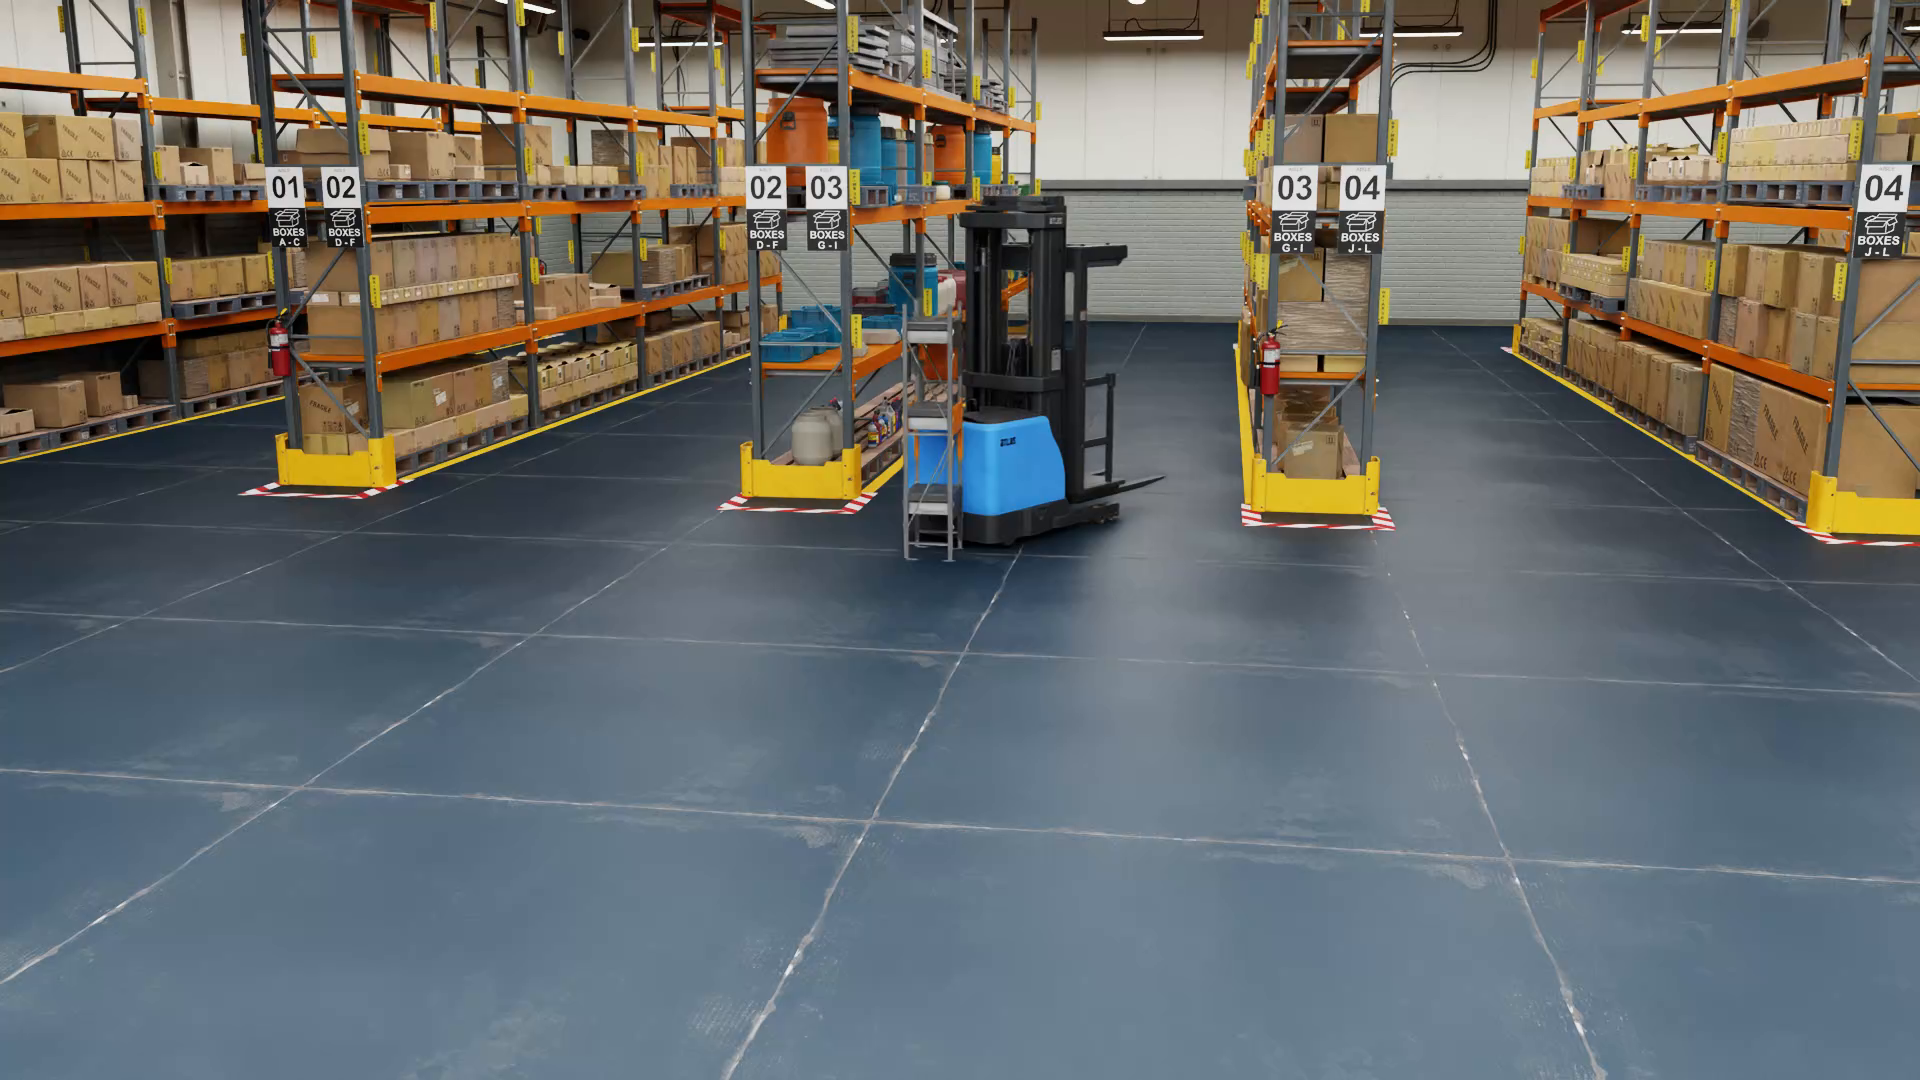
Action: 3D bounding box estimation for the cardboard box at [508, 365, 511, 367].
[{"bbox_3d":[-6.043,-2.122,21.419,0.500,0.311,0.500,2,12,9],"label":"cardboard box"}]

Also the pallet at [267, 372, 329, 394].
[{"bbox_3d":[-10.224,-2.360,24.943,1.003,0.211,1.213,2,12,9],"label":"pallet"}]

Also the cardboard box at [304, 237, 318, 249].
[{"bbox_3d":[-9.773,-4.548,25.708,0.500,0.250,0.500,2,12,10],"label":"cardboard box"}]

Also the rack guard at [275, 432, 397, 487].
[{"bbox_3d":[-6.441,-0.834,17.175,1.175,0.500,0.348,2,12,9],"label":"rack guard"}]

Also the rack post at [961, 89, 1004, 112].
[{"bbox_3d":[0.117,-6.660,25.224,0.937,0.300,0.954,3,13,15],"label":"rack post"}]

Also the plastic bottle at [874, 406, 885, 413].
[{"bbox_3d":[-0.922,-1.432,19.438,0.152,0.276,0.135,2,12,9],"label":"plastic bottle"}]

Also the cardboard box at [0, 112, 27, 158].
[{"bbox_3d":[-10.839,-4.516,18.551,0.500,0.500,0.500,2,12,10],"label":"cardboard box"}]

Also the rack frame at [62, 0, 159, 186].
[{"bbox_3d":[-10.717,-5.986,20.908,1.000,3.000,0.127,2,12,9],"label":"rack frame"}]

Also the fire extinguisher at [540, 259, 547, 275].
[{"bbox_3d":[-8.393,-5.347,33.255,0.296,0.674,0.183,2,12,9],"label":"fire extinguisher"}]

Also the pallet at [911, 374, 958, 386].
[{"bbox_3d":[-0.233,-2.367,24.976,1.003,0.211,1.213,2,12,9],"label":"pallet"}]

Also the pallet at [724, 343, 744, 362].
[{"bbox_3d":[-4.485,-3.338,29.483,1.003,0.211,1.213,2,12,9],"label":"pallet"}]

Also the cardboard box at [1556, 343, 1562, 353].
[{"bbox_3d":[9.816,-3.088,26.767,0.380,0.149,0.250,2,12,10],"label":"cardboard box"}]

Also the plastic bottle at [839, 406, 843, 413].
[{"bbox_3d":[-1.365,-1.425,19.416,0.097,0.271,0.097,0,12,0],"label":"plastic bottle"}]

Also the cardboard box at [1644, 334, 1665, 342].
[{"bbox_3d":[9.812,-2.708,23.096,0.500,0.250,0.500,1,12,6],"label":"cardboard box"}]

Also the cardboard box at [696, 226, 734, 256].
[{"bbox_3d":[-4.241,-5.185,28.823,0.500,0.500,0.500,2,12,10],"label":"cardboard box"}]

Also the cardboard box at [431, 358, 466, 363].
[{"bbox_3d":[-6.272,-1.930,20.080,0.500,0.500,0.500,2,12,9],"label":"cardboard box"}]

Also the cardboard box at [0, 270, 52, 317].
[{"bbox_3d":[-10.791,-2.823,19.001,0.500,0.500,0.500,1,12,7],"label":"cardboard box"}]

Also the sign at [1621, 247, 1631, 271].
[{"bbox_3d":[8.929,-3.765,22.285,0.100,0.325,0.005,2,12,9],"label":"sign"}]

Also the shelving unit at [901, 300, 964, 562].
[{"bbox_3d":[-0.221,-0.904,13.702,0.431,2.100,0.503,2,12,9],"label":"shelving unit"}]

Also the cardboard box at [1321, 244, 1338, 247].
[{"bbox_3d":[3.788,-2.631,16.267,0.500,0.500,0.500,2,12,9],"label":"cardboard box"}]

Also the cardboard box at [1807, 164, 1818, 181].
[{"bbox_3d":[8.070,-3.394,15.362,0.380,0.149,0.250,2,12,9],"label":"cardboard box"}]

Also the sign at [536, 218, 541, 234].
[{"bbox_3d":[-8.338,-6.212,32.889,0.100,0.325,0.005,2,12,9],"label":"sign"}]

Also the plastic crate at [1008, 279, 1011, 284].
[{"bbox_3d":[0.687,-4.636,28.589,0.402,0.464,0.583,2,12,9],"label":"plastic crate"}]

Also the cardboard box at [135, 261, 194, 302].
[{"bbox_3d":[-10.606,-3.422,21.969,0.700,0.500,0.500,2,12,9],"label":"cardboard box"}]

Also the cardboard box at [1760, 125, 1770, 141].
[{"bbox_3d":[8.304,-4.100,16.748,0.380,0.149,0.250,2,12,9],"label":"cardboard box"}]

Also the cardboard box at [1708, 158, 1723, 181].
[{"bbox_3d":[8.802,-4.189,18.814,0.500,0.250,0.500,2,12,9],"label":"cardboard box"}]

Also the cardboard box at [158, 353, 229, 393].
[{"bbox_3d":[-10.591,-2.309,22.977,0.700,0.500,0.500,2,12,8],"label":"cardboard box"}]

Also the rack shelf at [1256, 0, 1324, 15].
[{"bbox_3d":[4.889,-8.026,24.195,1.077,0.370,4.000,2,12,9],"label":"rack shelf"}]

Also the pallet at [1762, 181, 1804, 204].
[{"bbox_3d":[8.525,-3.390,16.192,1.003,0.211,1.213,2,12,9],"label":"pallet"}]

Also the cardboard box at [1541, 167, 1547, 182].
[{"bbox_3d":[10.204,-6.229,28.325,0.500,0.250,0.500,2,12,9],"label":"cardboard box"}]

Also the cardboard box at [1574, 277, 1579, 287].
[{"bbox_3d":[9.409,-3.855,24.863,0.380,0.149,0.250,1,12,6],"label":"cardboard box"}]

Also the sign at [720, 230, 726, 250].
[{"bbox_3d":[-4.043,-5.107,28.324,0.100,0.325,0.005,2,12,9],"label":"sign"}]

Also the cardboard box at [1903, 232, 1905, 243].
[{"bbox_3d":[14.788,-4.561,25.925,0.500,0.500,0.500,2,12,8],"label":"cardboard box"}]

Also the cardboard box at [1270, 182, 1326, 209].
[{"bbox_3d":[3.174,-3.240,15.646,0.500,0.250,0.500,2,12,10],"label":"cardboard box"}]

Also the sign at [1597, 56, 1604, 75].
[{"bbox_3d":[11.242,-8.332,29.203,0.100,0.325,0.005,2,12,9],"label":"sign"}]

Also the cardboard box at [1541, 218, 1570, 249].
[{"bbox_3d":[10.117,-5.167,28.032,0.500,0.500,0.500,1,12,7],"label":"cardboard box"}]

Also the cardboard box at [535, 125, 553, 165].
[{"bbox_3d":[-5.624,-5.105,21.519,0.500,0.500,0.500,3,13,14],"label":"cardboard box"}]

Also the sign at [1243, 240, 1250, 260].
[{"bbox_3d":[4.647,-4.716,27.015,0.100,0.325,0.005,2,12,9],"label":"sign"}]

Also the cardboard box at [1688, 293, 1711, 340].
[{"bbox_3d":[8.667,-2.556,18.996,0.500,0.500,0.500,2,12,8],"label":"cardboard box"}]

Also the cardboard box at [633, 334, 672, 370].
[{"bbox_3d":[-4.780,-2.914,25.783,0.500,0.500,0.500,1,12,7],"label":"cardboard box"}]

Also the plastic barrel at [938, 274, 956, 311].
[{"bbox_3d":[-0.260,-3.398,22.876,0.421,0.512,0.421,0,12,0],"label":"plastic barrel"}]

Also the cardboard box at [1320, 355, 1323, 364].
[{"bbox_3d":[3.759,-1.823,16.430,0.380,0.149,0.250,2,12,9],"label":"cardboard box"}]

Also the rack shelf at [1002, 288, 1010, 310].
[{"bbox_3d":[-0.006,-3.629,25.922,1.077,0.370,4.000,2,12,9],"label":"rack shelf"}]

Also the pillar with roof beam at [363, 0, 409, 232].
[{"bbox_3d":[-5.980,-7.685,28.794,9.100,9.000,0.548,2,12,9],"label":"pillar with roof beam"}]

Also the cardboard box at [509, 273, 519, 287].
[{"bbox_3d":[-5.652,-3.196,20.425,0.380,0.149,0.250,2,12,9],"label":"cardboard box"}]

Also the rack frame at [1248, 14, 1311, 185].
[{"bbox_3d":[5.811,-8.002,30.265,1.000,3.000,0.127,2,12,9],"label":"rack frame"}]

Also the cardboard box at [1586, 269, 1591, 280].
[{"bbox_3d":[9.289,-3.837,24.069,0.380,0.149,0.250,2,12,10],"label":"cardboard box"}]

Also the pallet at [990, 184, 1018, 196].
[{"bbox_3d":[0.278,-5.605,26.710,1.213,0.211,1.003,2,12,9],"label":"pallet"}]

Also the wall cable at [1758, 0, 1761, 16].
[{"bbox_3d":[15.164,-12.134,33.771,2.355,3.000,0.029,2,12,9],"label":"wall cable"}]

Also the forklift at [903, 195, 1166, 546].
[{"bbox_3d":[0.814,-1.638,15.136,1.130,2.935,3.031,10,15,38],"label":"forklift"}]

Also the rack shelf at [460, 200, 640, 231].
[{"bbox_3d":[-5.515,-4.424,22.490,1.077,0.370,4.000,2,12,9],"label":"rack shelf"}]

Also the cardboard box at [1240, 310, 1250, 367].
[{"bbox_3d":[4.981,-3.084,25.728,1.225,0.875,0.875,1,12,7],"label":"cardboard box"}]

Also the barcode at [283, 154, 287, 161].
[{"bbox_3d":[-6.868,-3.889,16.922,0.001,0.075,0.075,2,12,9],"label":"barcode"}]

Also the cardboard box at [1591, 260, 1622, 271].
[{"bbox_3d":[9.250,-3.925,23.774,0.380,0.149,0.250,2,12,9],"label":"cardboard box"}]

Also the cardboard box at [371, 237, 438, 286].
[{"bbox_3d":[-6.192,-3.066,18.284,0.700,0.500,0.500,2,12,9],"label":"cardboard box"}]

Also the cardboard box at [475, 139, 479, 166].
[{"bbox_3d":[-9.027,-6.979,29.977,0.500,0.500,0.500,2,12,7],"label":"cardboard box"}]

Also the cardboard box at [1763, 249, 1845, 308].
[{"bbox_3d":[8.498,-2.578,16.419,0.875,0.550,0.500,2,12,9],"label":"cardboard box"}]
